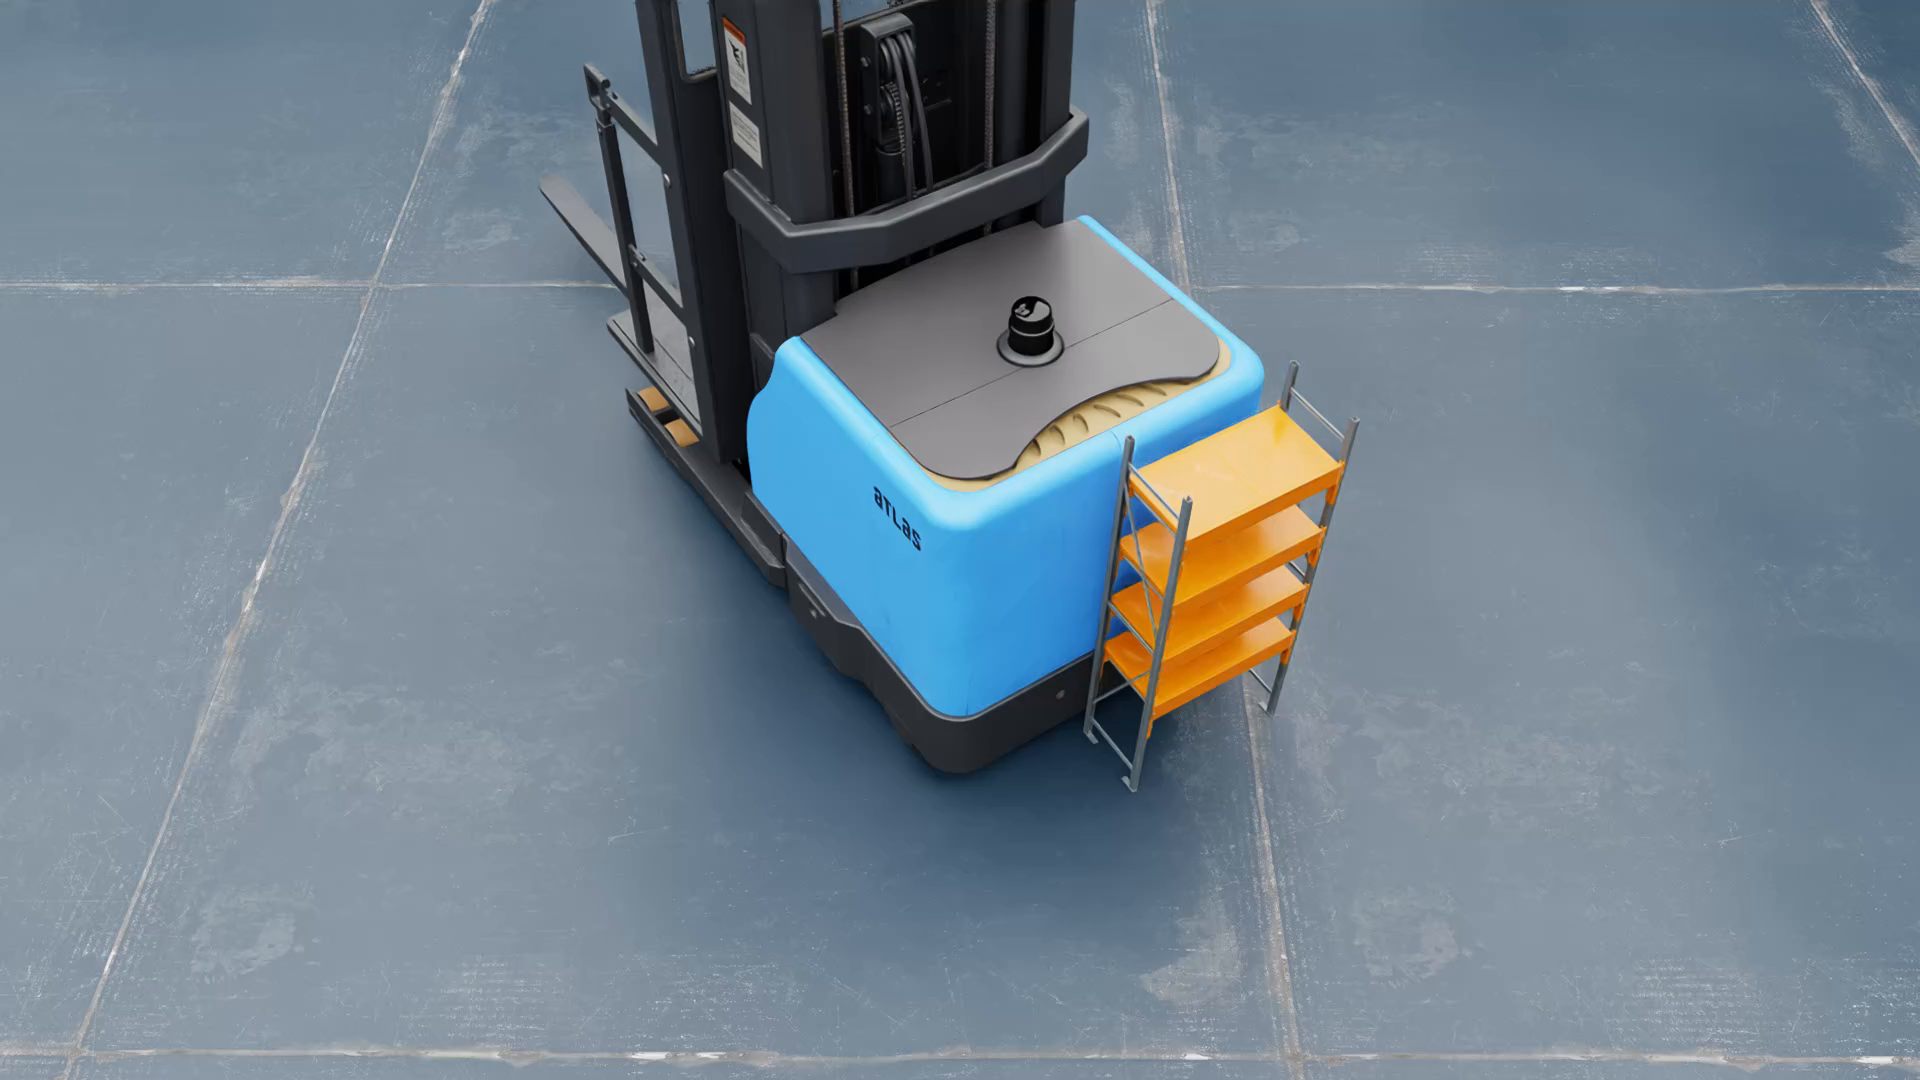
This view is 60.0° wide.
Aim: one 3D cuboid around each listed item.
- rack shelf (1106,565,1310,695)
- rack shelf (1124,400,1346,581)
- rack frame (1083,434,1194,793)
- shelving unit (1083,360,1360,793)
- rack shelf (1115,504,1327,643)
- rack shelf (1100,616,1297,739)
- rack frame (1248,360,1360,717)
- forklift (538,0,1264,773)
[{"bbox_3d":[0.639,0.176,4.350,0.480,0.148,0.258,-25,54,-21],"label":"rack shelf"},{"bbox_3d":[0.650,-0.124,4.001,0.480,0.148,0.258,-25,54,-21],"label":"rack shelf"},{"bbox_3d":[0.435,0.228,4.210,0.015,1.200,0.240,-25,54,-21],"label":"rack frame"},{"bbox_3d":[0.641,0.132,4.299,0.503,1.200,0.258,-25,54,-21],"label":"shelving unit"},{"bbox_3d":[0.645,0.030,4.180,0.480,0.148,0.258,-25,54,-21],"label":"rack shelf"},{"bbox_3d":[0.635,0.306,4.500,0.480,0.148,0.258,-25,54,-21],"label":"rack shelf"},{"bbox_3d":[0.847,0.037,4.388,0.015,1.200,0.240,-25,54,-21],"label":"rack frame"},{"bbox_3d":[-0.448,-1.412,4.562,1.130,2.935,3.031,-26,52,-22],"label":"forklift"}]
